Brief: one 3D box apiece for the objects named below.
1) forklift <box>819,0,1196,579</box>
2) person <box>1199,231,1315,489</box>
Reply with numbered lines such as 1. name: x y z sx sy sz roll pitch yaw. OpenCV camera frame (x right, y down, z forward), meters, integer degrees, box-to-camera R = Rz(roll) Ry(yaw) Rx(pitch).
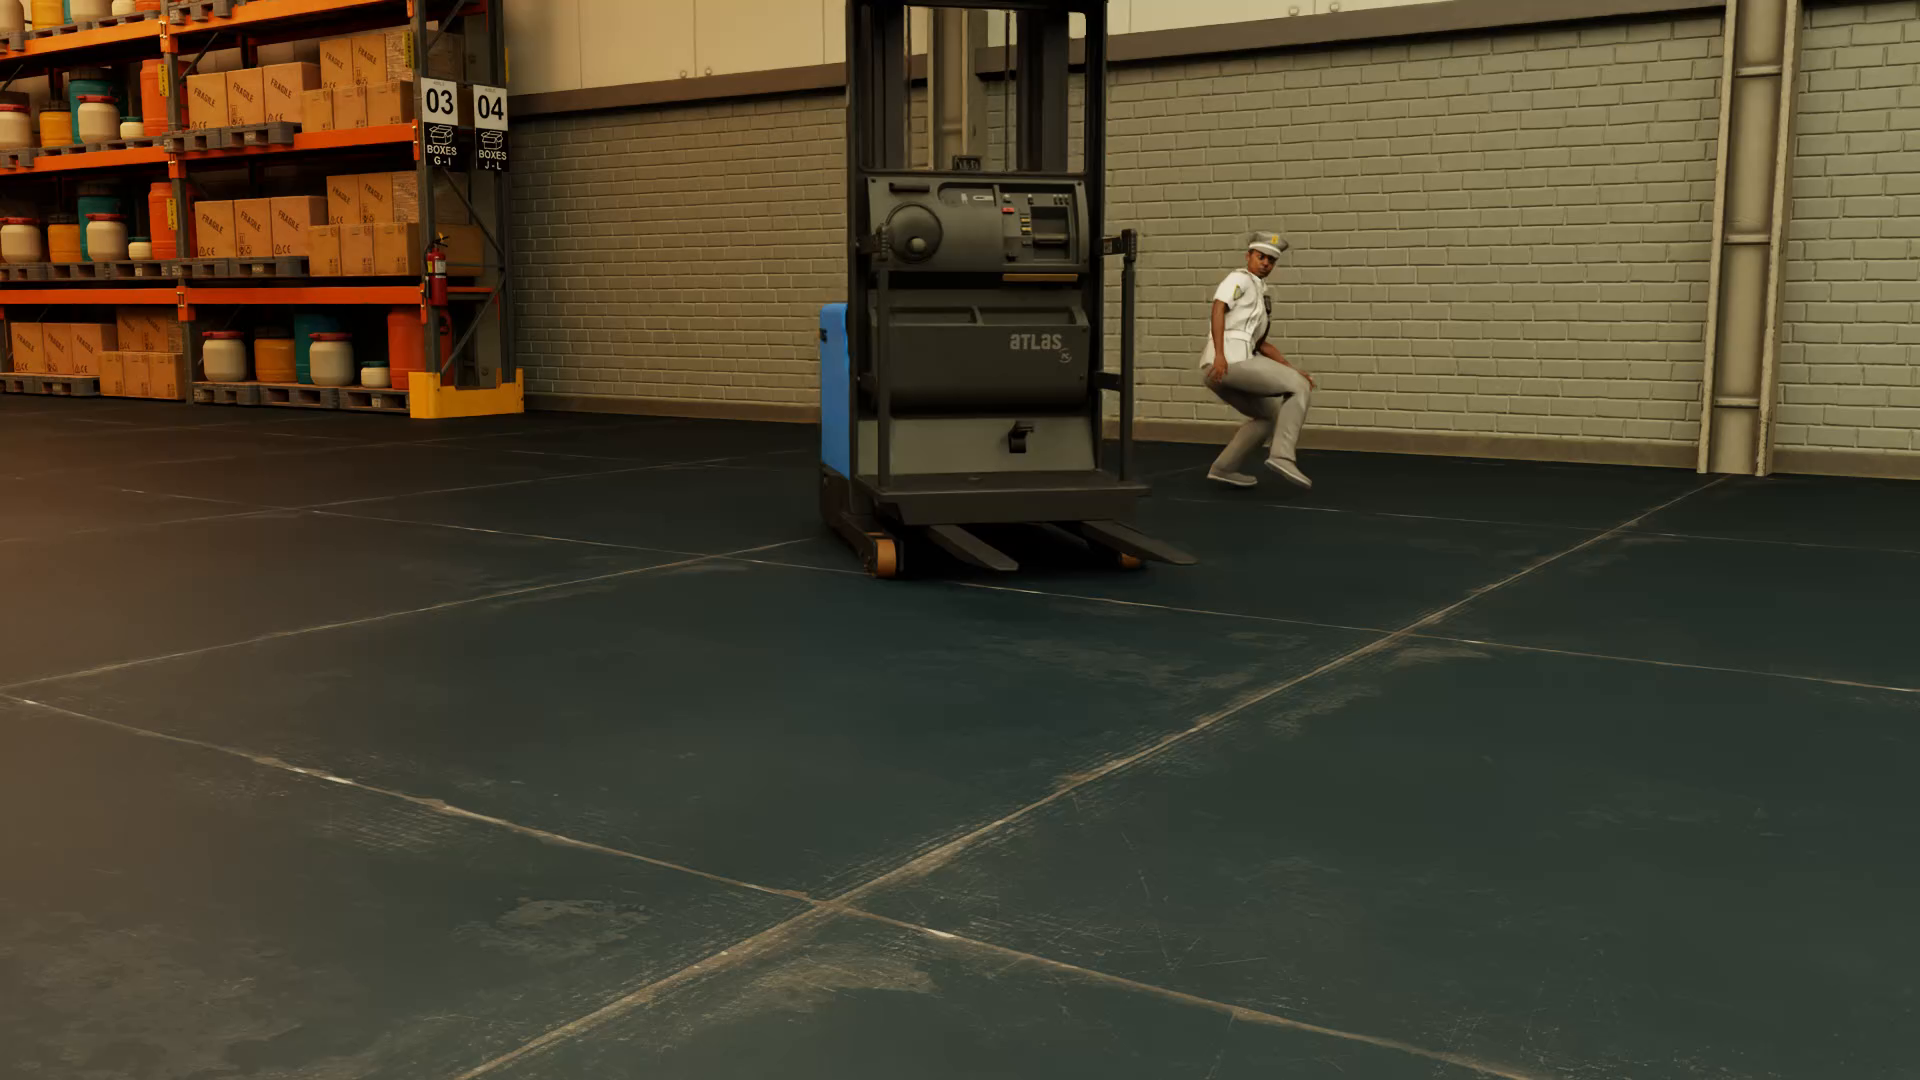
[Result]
1. forklift: 0.128 -1.353 6.709 1.130 2.935 3.031 -2 8 -12
2. person: 1.689 -1.001 9.359 0.680 1.451 0.694 0 8 3
